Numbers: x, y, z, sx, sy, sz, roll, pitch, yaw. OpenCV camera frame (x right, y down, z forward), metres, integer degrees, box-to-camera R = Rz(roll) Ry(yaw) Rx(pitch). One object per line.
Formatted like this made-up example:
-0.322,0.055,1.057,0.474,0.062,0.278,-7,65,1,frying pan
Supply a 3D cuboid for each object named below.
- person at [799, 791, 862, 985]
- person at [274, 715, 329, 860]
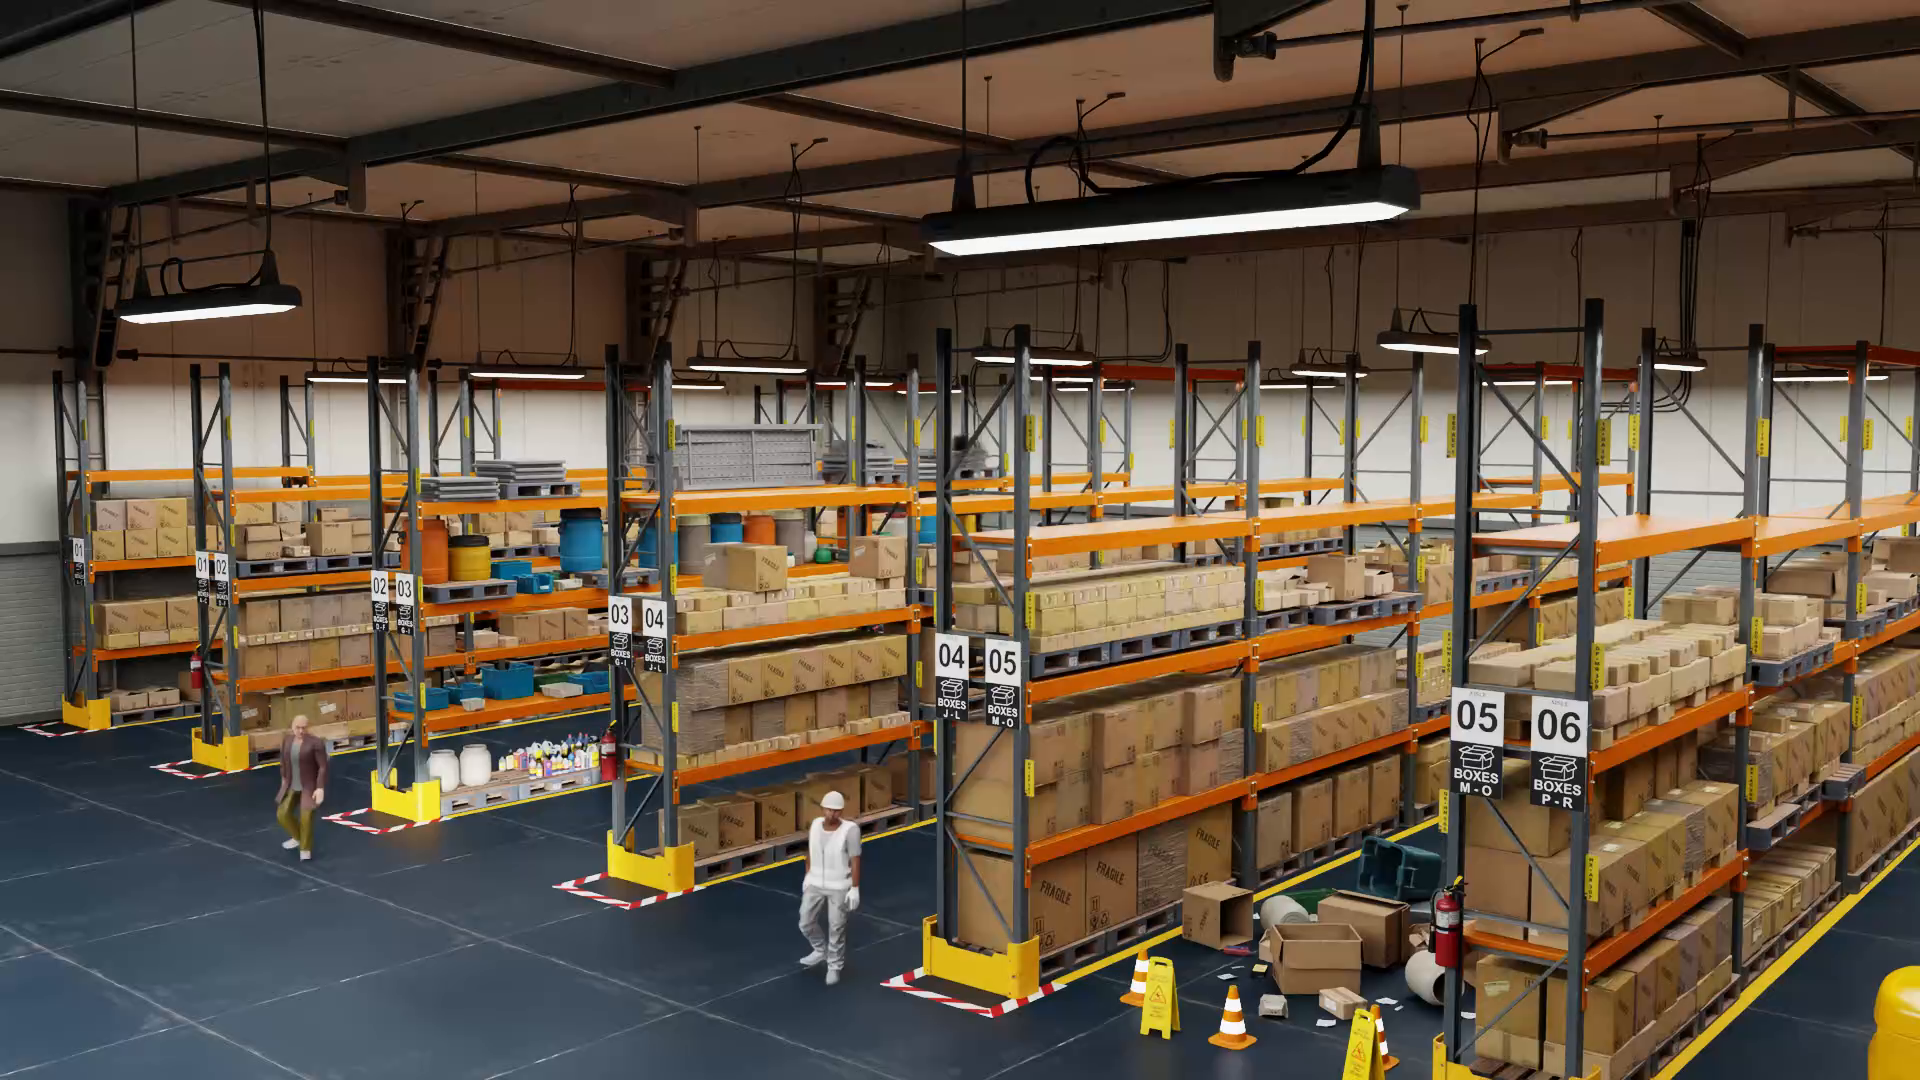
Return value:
-1.193,3.179,15.307,0.661,1.803,0.475,1,4,20,person
-7.720,2.890,19.553,0.742,1.746,0.558,1,4,8,person
